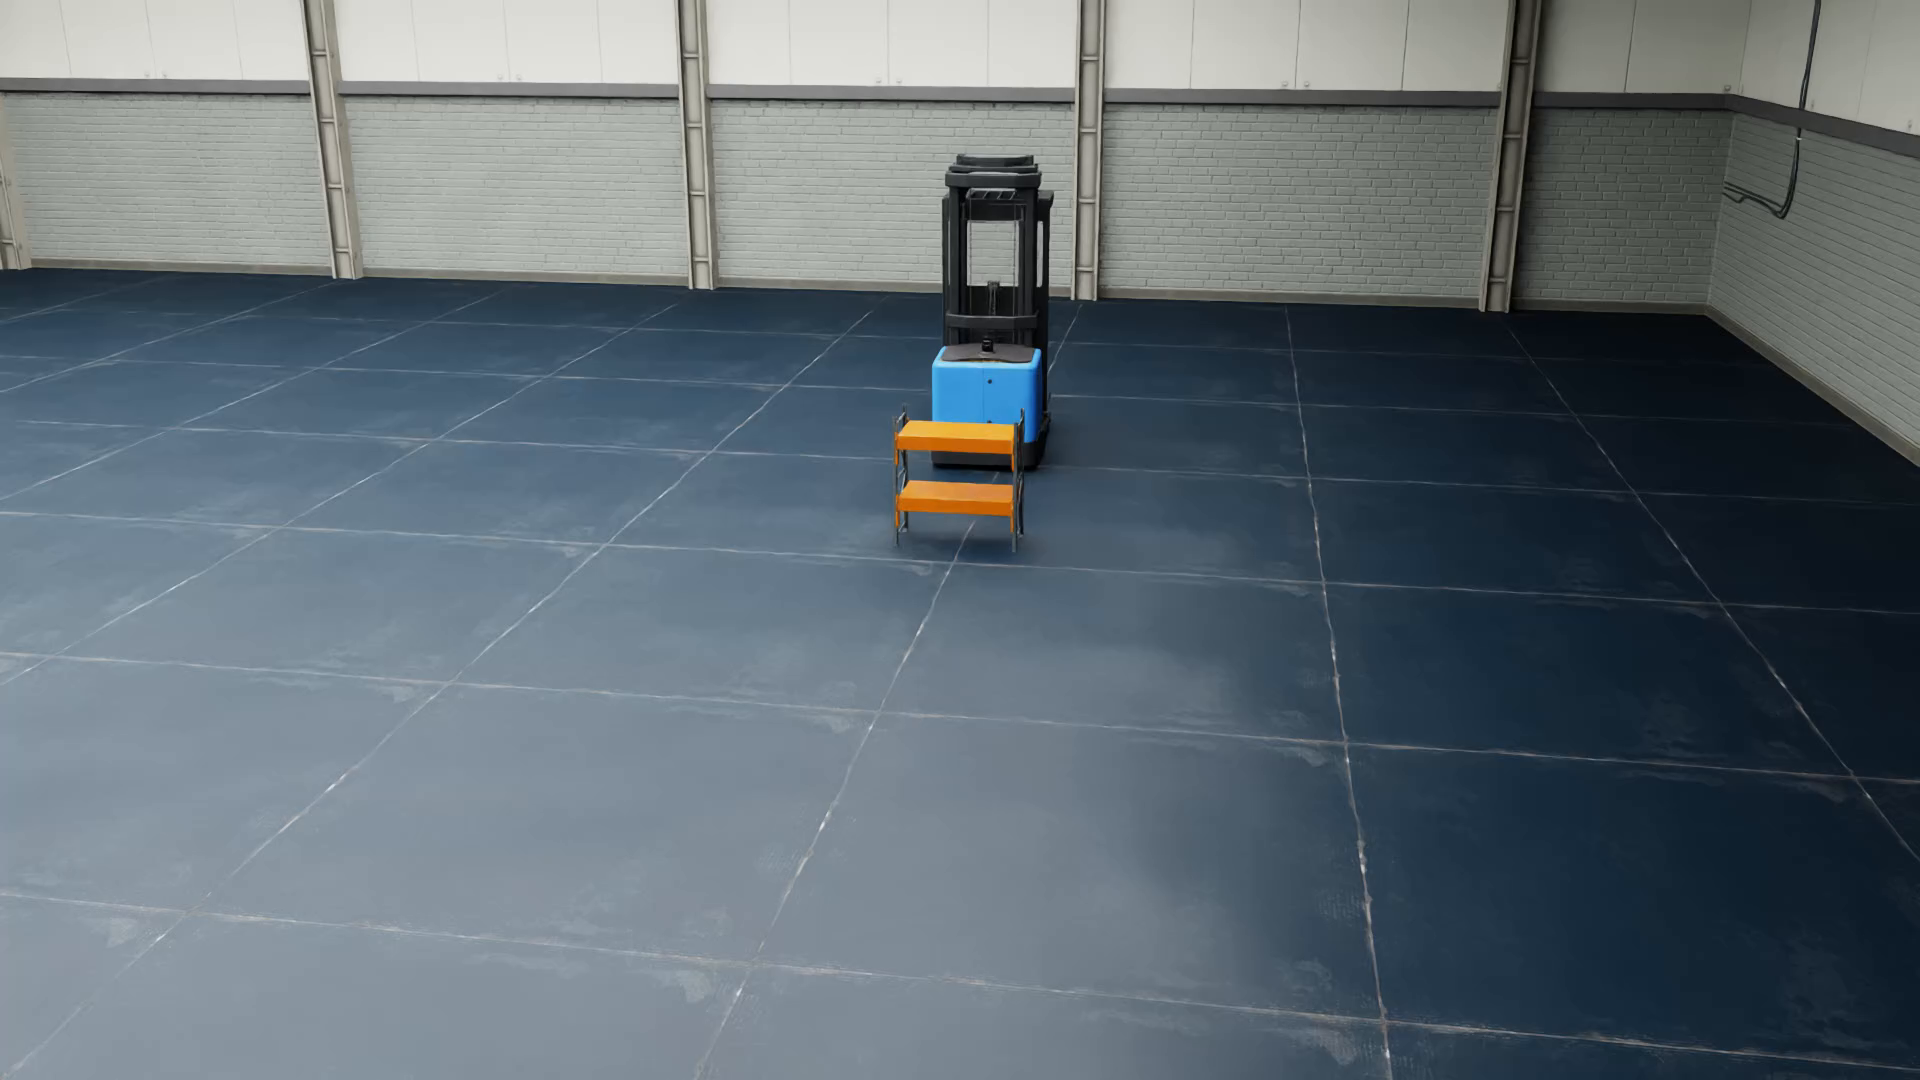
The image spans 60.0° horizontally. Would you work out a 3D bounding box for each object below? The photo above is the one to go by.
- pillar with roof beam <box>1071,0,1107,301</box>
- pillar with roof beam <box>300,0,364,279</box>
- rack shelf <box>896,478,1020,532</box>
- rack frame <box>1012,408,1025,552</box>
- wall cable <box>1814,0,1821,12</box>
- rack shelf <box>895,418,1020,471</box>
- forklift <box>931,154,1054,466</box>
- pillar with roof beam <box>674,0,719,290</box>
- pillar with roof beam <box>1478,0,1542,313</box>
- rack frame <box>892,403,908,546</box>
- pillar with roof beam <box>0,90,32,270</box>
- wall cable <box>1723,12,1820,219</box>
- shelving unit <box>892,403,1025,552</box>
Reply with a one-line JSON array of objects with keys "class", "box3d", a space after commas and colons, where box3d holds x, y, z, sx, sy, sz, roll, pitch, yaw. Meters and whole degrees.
[{"class": "pillar with roof beam", "box3d": [1.213, -6.589, 19.815, 0.400, 9.000, 9.100, 3, 19, 9]}, {"class": "pillar with roof beam", "box3d": [-10.635, -7.193, 21.620, 0.400, 9.000, 9.100, 3, 19, 9]}, {"class": "rack shelf", "box3d": [-0.007, -0.302, 14.203, 1.000, 0.278, 0.538, 3, 19, 9]}, {"class": "rack frame", "box3d": [0.495, -0.508, 14.049, 0.032, 1.125, 0.500, 3, 19, 9]}, {"class": "wall cable", "box3d": [10.089, -7.149, 18.420, 0.112, 2.526, 3.097, 3, 19, 9]}, {"class": "rack shelf", "box3d": [-0.007, -0.811, 14.033, 1.000, 0.278, 0.538, 3, 19, 9]}, {"class": "forklift", "box3d": [0.390, -2.535, 17.261, 1.130, 2.935, 3.031, 2, 19, 6]}, {"class": "pillar with roof beam", "box3d": [-4.711, -6.891, 20.717, 0.400, 9.000, 9.100, 3, 19, 9]}, {"class": "pillar with roof beam", "box3d": [7.137, -6.287, 18.912, 0.400, 9.000, 9.100, 3, 19, 9]}, {"class": "rack frame", "box3d": [-0.509, -0.559, 14.202, 0.032, 1.125, 0.500, 3, 19, 9]}, {"class": "pillar with roof beam", "box3d": [-16.559, -7.495, 22.522, 0.400, 9.000, 9.100, 3, 19, 9]}, {"class": "wall cable", "box3d": [10.518, -5.601, 21.754, 0.112, 2.526, 3.097, 3, 19, 9]}, {"class": "shelving unit", "box3d": [-0.007, -0.534, 14.126, 1.048, 1.125, 0.538, 3, 19, 9]}]
